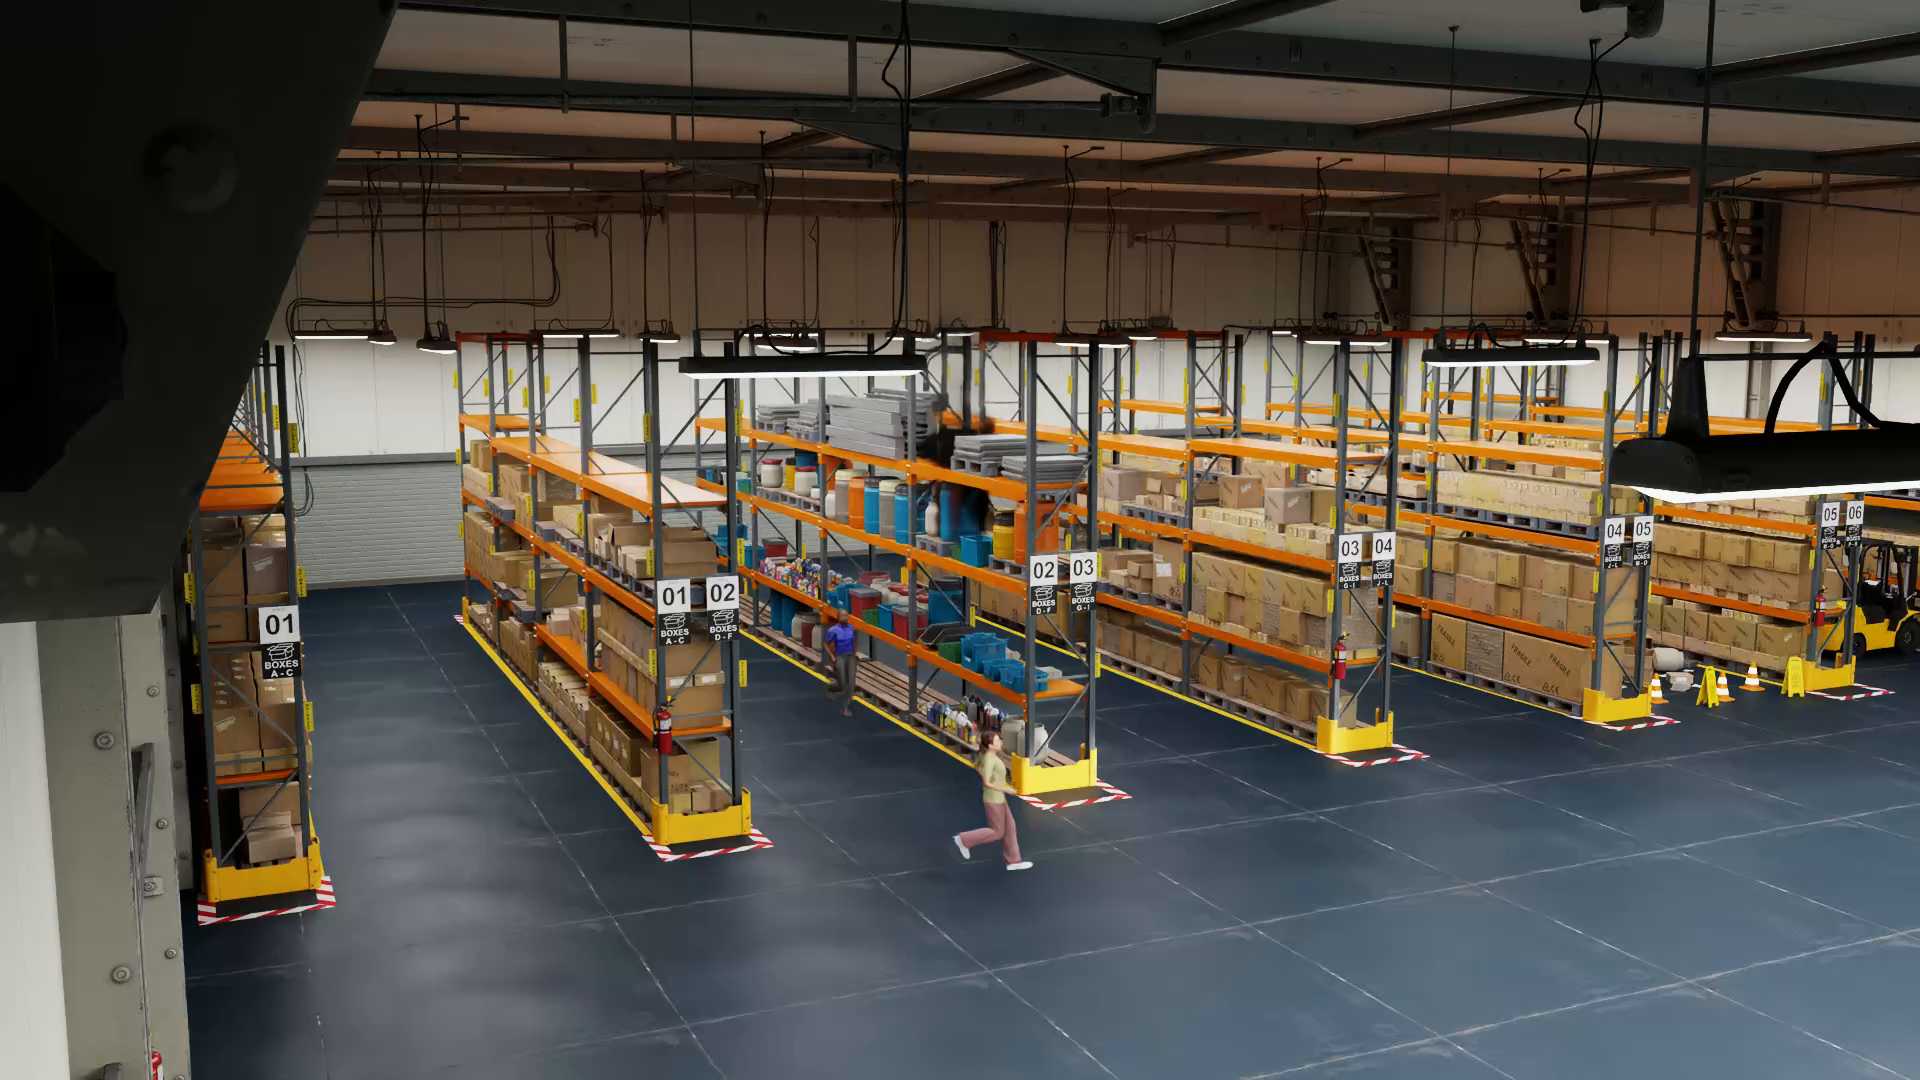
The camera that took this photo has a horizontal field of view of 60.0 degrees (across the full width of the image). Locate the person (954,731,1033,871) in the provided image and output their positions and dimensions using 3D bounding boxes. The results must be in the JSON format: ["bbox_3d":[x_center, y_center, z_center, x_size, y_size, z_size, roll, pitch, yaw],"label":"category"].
[{"bbox_3d":[0.383,2.979,19.008,0.901,1.638,0.593,0,8,0],"label":"person"}]

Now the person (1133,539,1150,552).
[{"bbox_3d":[4.567,-0.103,41.675,0.555,1.652,0.650,5,9,31],"label":"person"}]

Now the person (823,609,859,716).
[{"bbox_3d":[-1.795,1.850,25.349,0.582,1.618,0.577,-4,9,-30],"label":"person"}]
